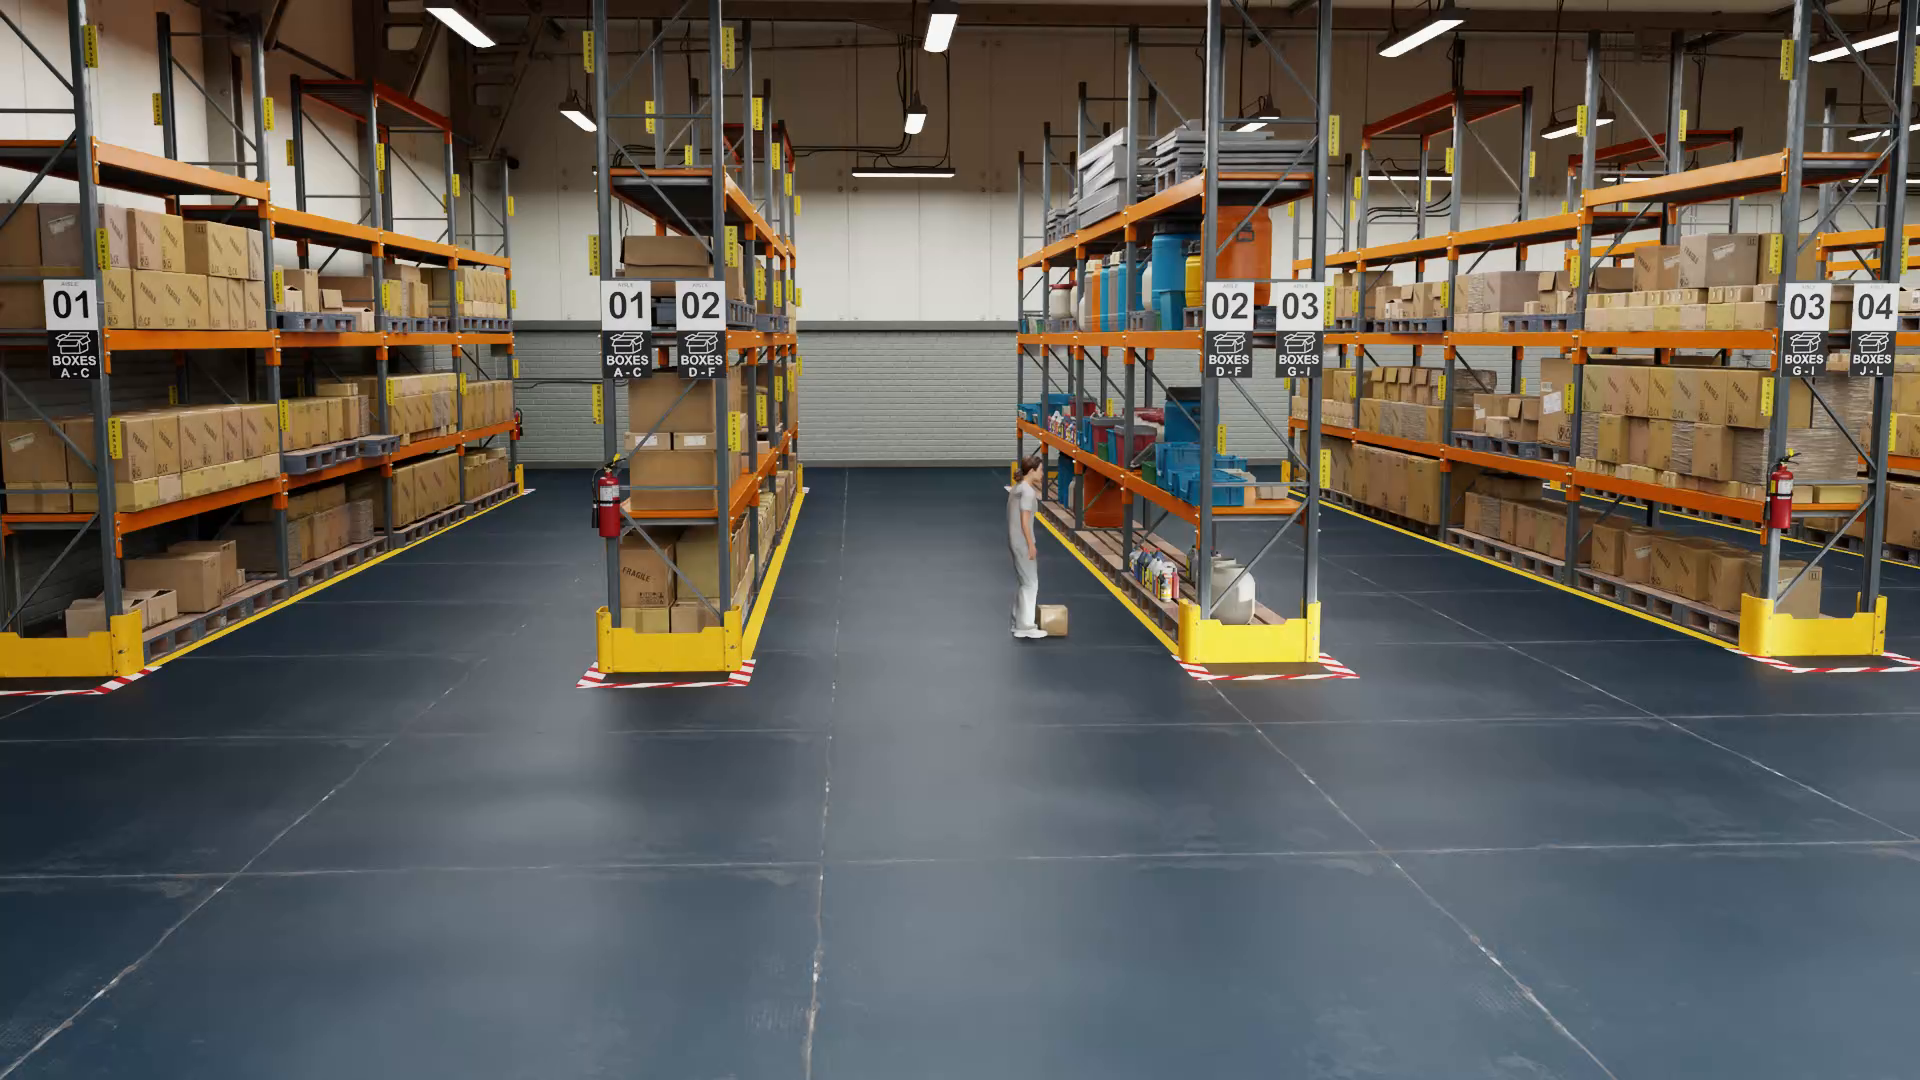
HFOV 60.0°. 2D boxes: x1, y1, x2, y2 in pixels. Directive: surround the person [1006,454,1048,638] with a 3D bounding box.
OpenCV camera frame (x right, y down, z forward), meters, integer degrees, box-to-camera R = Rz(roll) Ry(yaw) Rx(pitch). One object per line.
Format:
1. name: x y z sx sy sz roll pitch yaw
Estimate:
1. person: 0.611 0.046 15.384 0.363 1.671 0.502 -1 7 -7
